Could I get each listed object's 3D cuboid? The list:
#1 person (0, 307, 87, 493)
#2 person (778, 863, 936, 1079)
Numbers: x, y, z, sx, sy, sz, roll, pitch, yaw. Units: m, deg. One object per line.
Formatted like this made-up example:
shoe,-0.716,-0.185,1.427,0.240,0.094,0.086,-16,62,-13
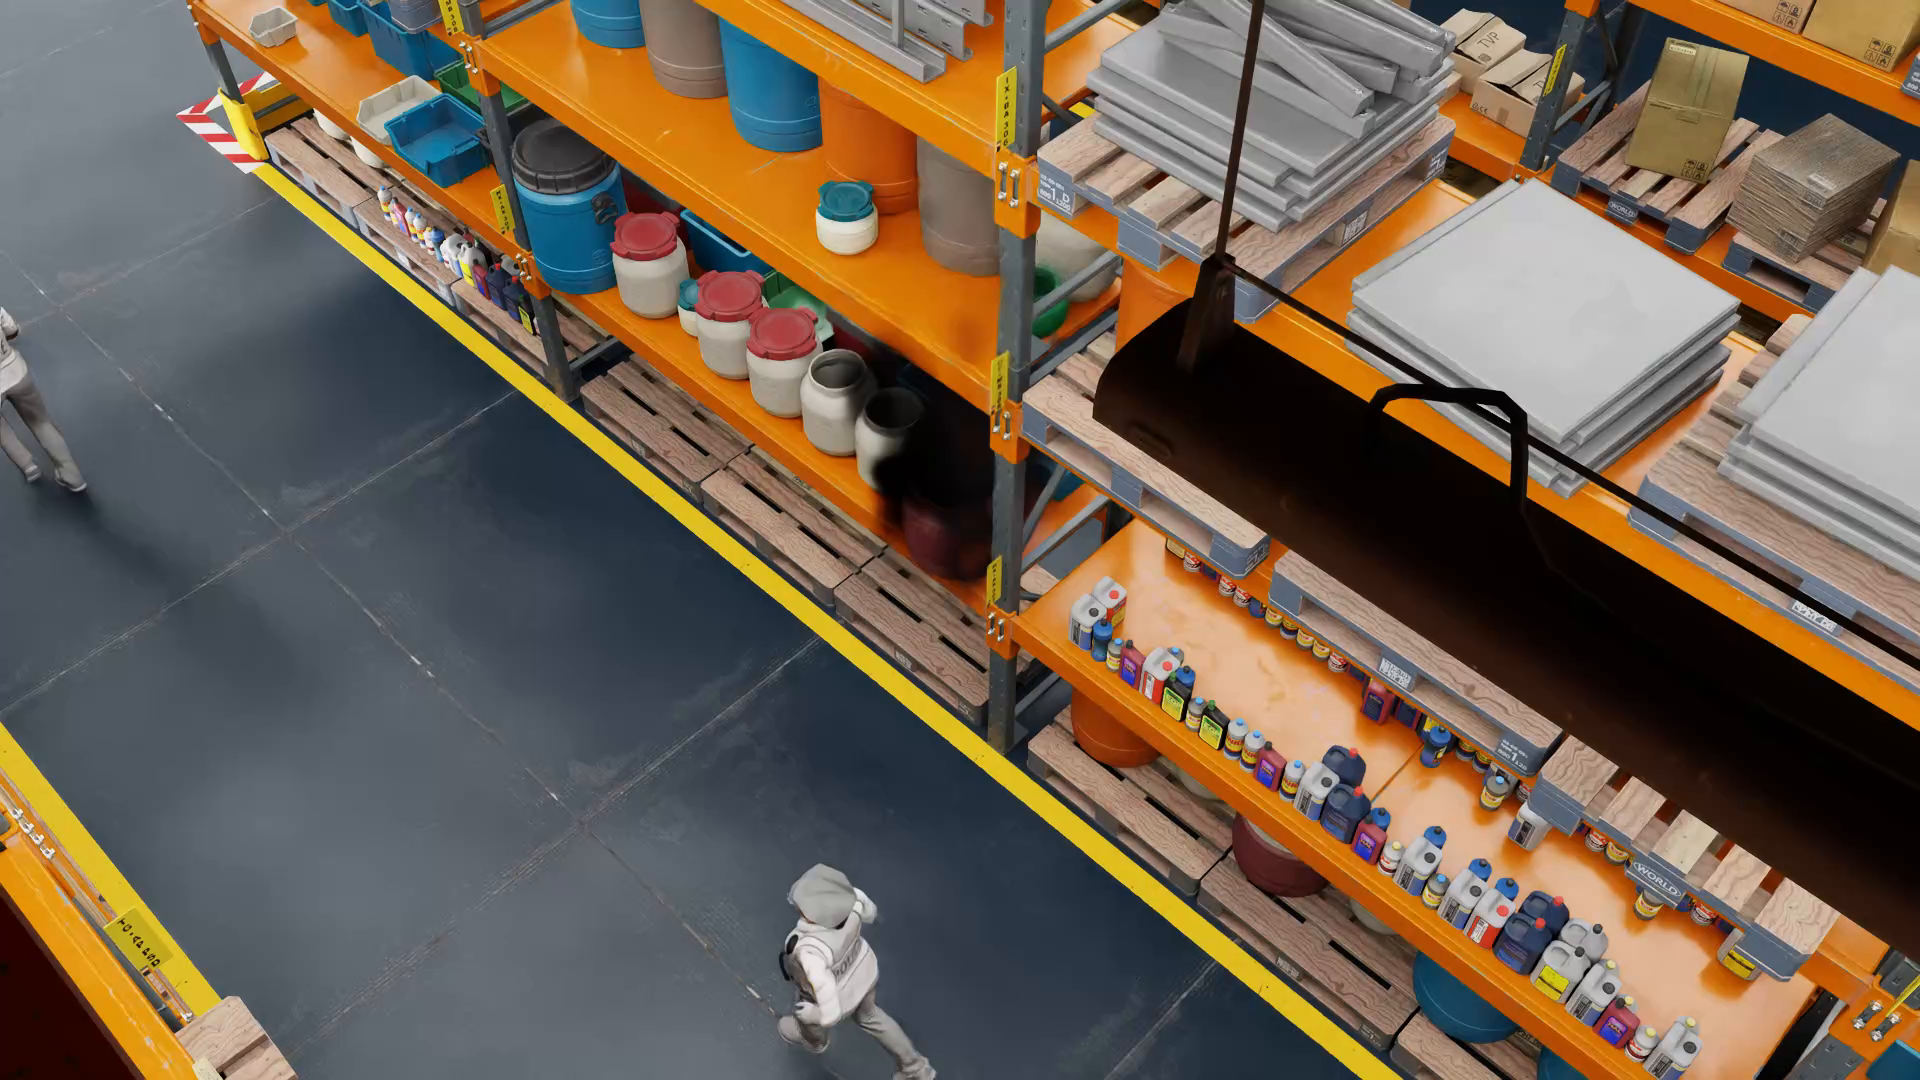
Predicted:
person,-5.860,-0.949,10.088,0.688,1.706,0.544,35,58,26
person,-0.514,1.964,7.305,0.833,1.685,0.600,25,54,19
